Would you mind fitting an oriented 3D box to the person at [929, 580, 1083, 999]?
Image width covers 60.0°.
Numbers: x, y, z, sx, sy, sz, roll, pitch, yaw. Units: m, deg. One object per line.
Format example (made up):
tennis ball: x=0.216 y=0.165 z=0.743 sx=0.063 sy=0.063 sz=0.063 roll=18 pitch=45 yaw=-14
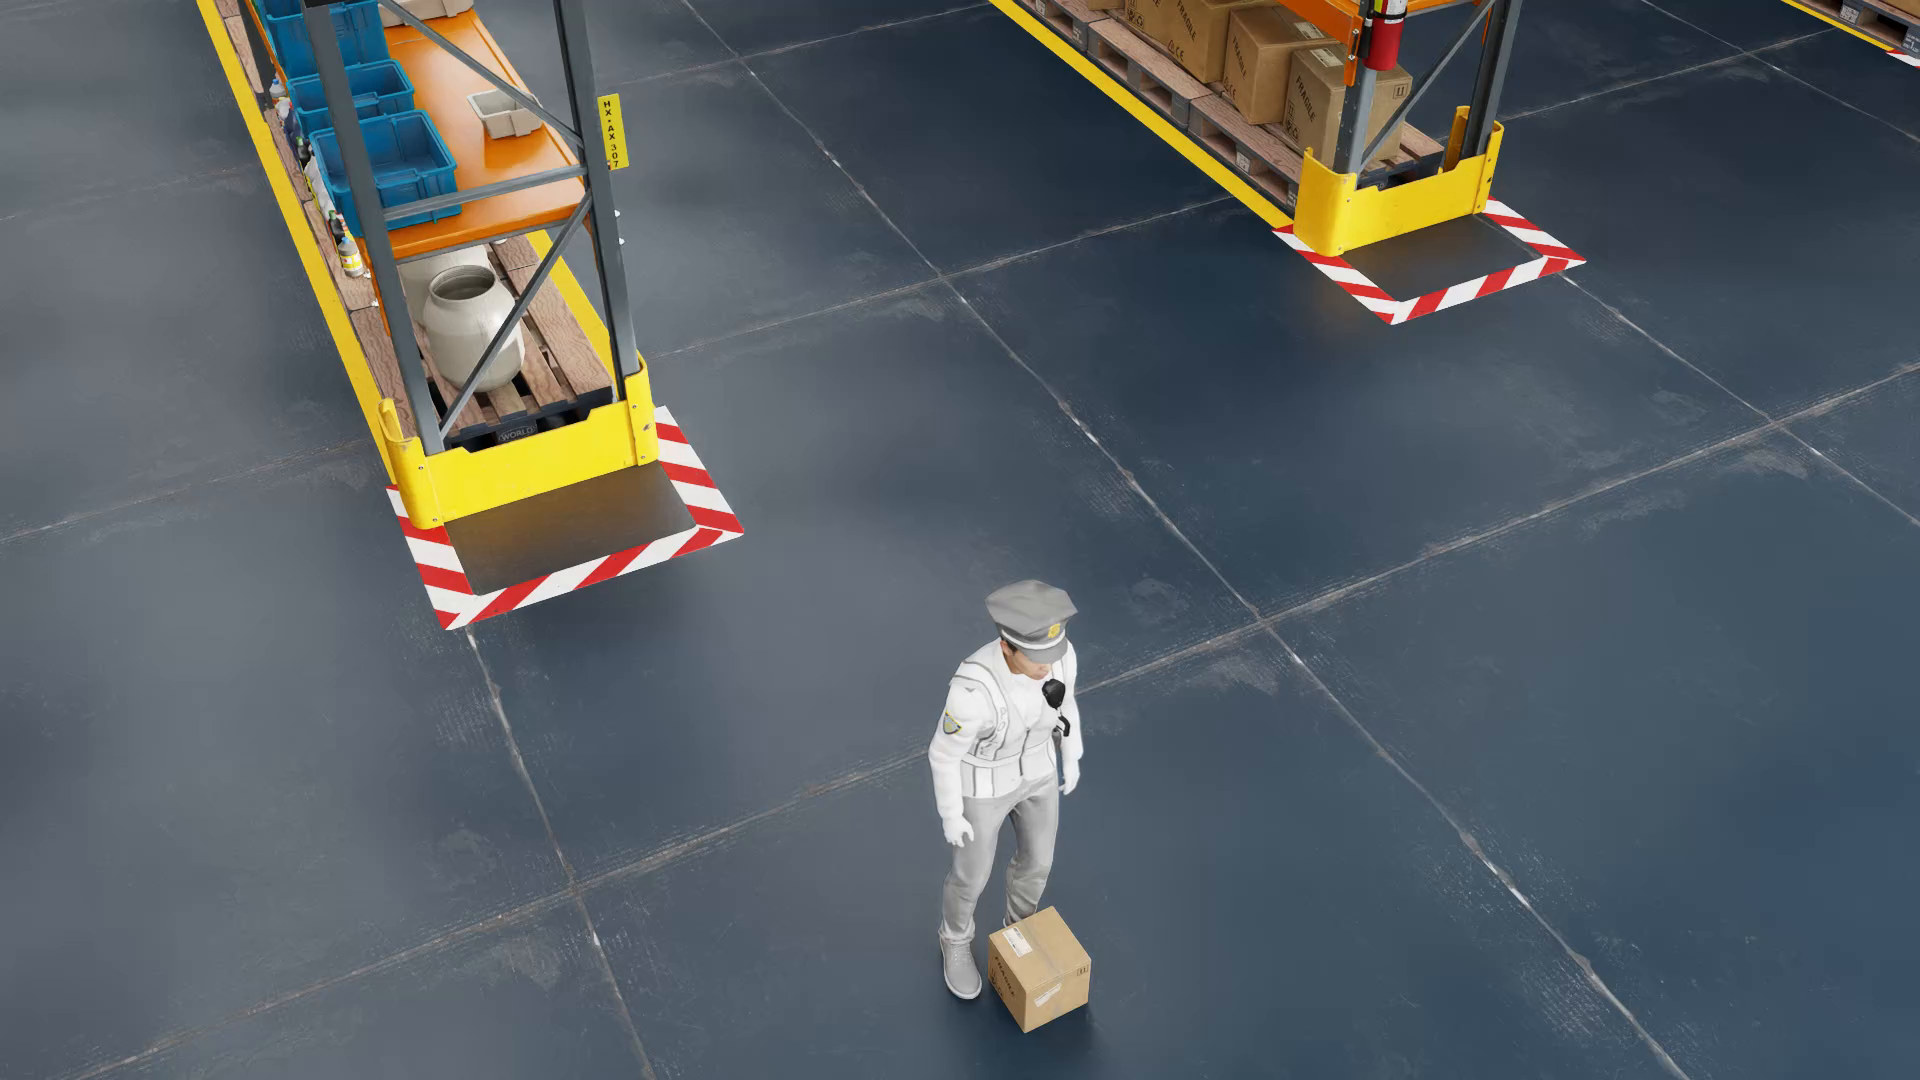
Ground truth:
person: x=0.162 y=0.783 z=5.270 sx=0.543 sy=1.665 sz=0.412 roll=-22 pitch=46 yaw=-23
